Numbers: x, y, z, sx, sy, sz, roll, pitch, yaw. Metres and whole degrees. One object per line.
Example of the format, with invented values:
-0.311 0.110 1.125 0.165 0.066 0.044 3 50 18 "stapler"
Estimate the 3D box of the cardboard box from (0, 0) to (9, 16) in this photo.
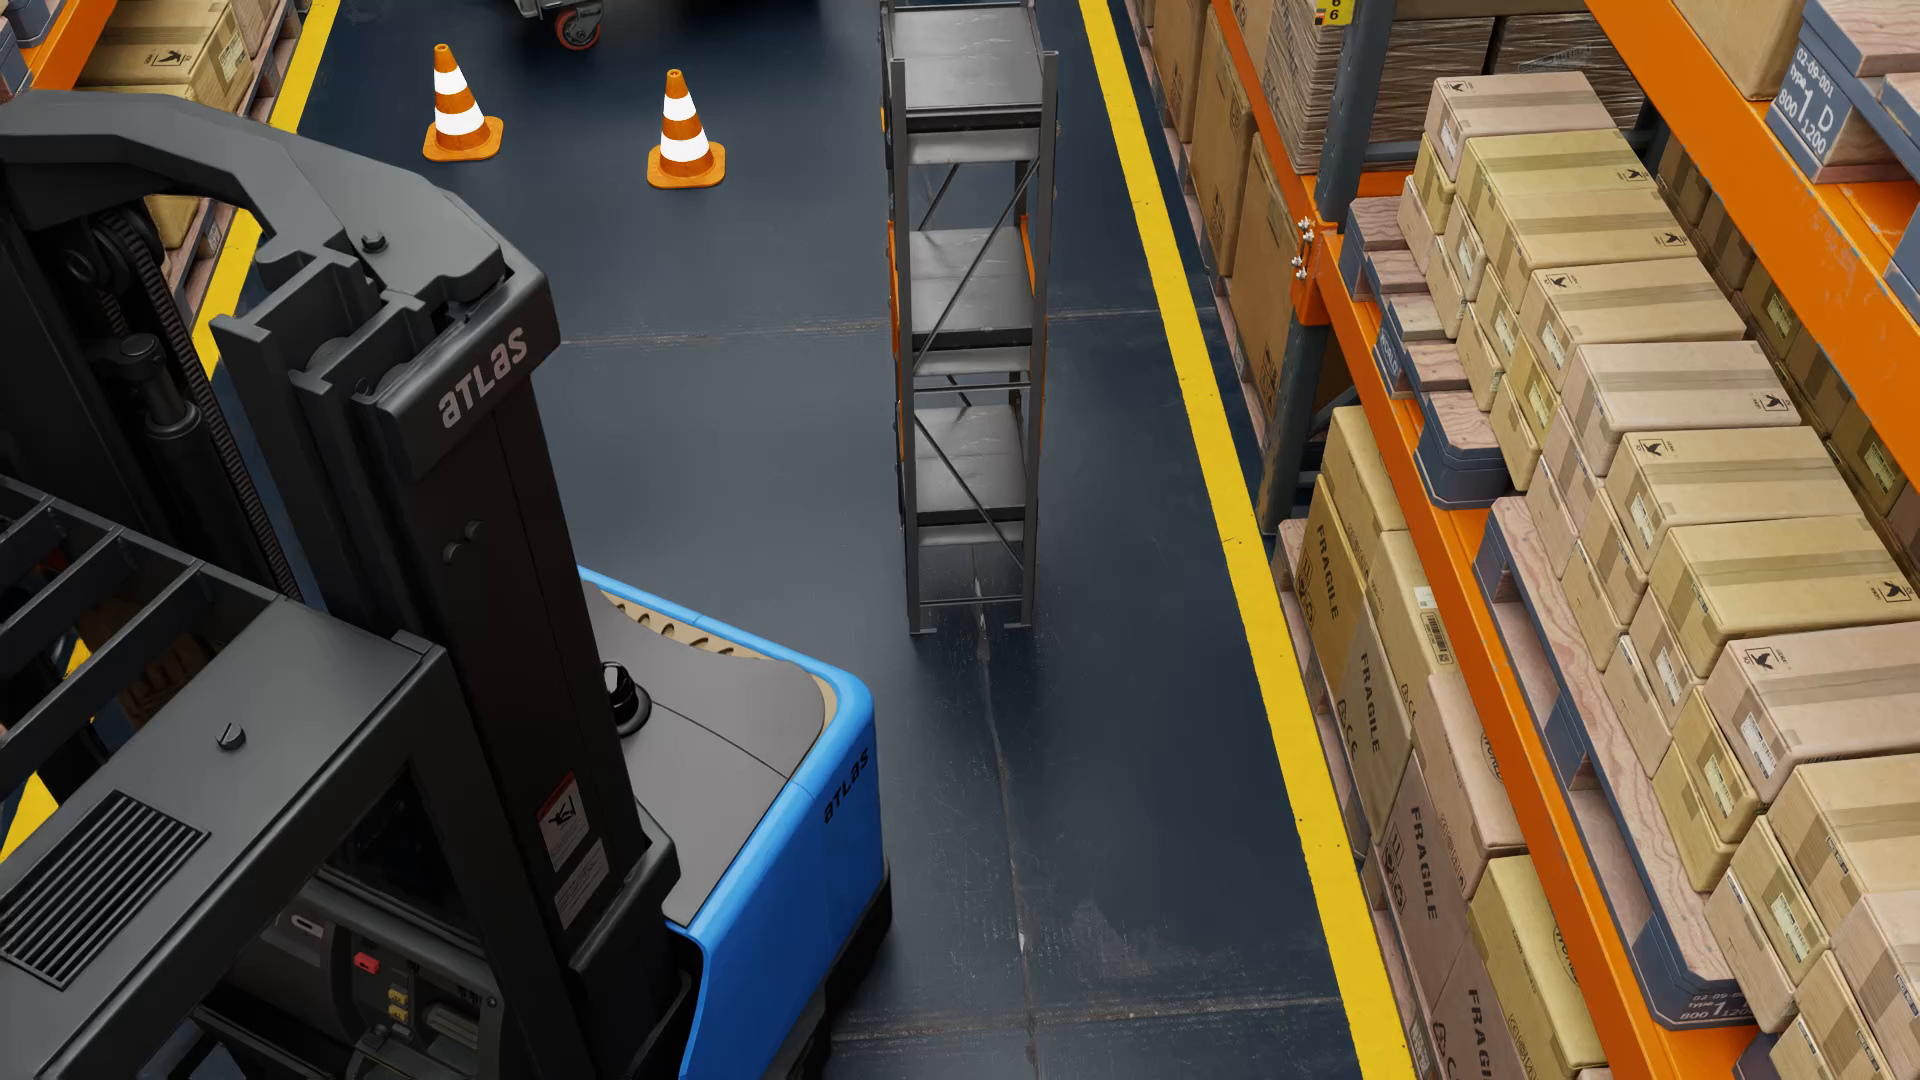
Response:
-3.197 -1.653 5.133 0.380 0.149 0.250 -3 47 -3 "cardboard box"

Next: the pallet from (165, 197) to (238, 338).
-3.548 -1.228 6.768 1.003 0.211 1.213 -3 47 -3 "pallet"

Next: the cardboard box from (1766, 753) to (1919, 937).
1.563 0.489 2.695 0.380 0.149 0.250 -5 47 -5 "cardboard box"

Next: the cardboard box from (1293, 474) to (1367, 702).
1.344 0.128 4.996 0.500 0.500 0.500 -5 47 -5 "cardboard box"

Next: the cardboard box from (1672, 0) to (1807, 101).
1.418 -1.029 2.523 0.500 0.500 0.500 -3 47 -3 "cardboard box"

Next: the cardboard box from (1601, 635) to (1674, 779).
1.509 0.311 3.274 0.380 0.149 0.250 -5 47 -5 "cardboard box"

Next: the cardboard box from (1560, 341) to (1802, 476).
1.472 -0.272 3.416 0.380 0.149 0.250 -2 47 -1 "cardboard box"

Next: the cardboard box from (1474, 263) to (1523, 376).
1.430 -0.524 3.859 0.380 0.149 0.250 -5 47 -5 "cardboard box"

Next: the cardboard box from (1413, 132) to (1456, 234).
1.379 -0.913 4.228 0.380 0.149 0.250 -2 47 -2 "cardboard box"

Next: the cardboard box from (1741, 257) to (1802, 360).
2.083 -0.562 3.895 0.380 0.149 0.250 -2 47 -2 "cardboard box"

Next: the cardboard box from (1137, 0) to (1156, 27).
1.346 -2.936 7.725 1.050 0.750 0.750 -4 47 -3 "cardboard box"

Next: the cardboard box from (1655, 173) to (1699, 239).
2.038 -0.844 4.367 0.380 0.149 0.250 -3 47 -3 "cardboard box"

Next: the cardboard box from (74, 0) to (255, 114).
-3.610 -1.976 7.077 0.950 0.372 0.625 -1 47 -1 "cardboard box"

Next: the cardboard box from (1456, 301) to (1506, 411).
1.421 -0.448 3.992 0.380 0.149 0.250 -1 47 -1 "cardboard box"

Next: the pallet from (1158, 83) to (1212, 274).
1.449 -1.612 7.131 1.003 0.211 1.213 -3 47 -3 "pallet"

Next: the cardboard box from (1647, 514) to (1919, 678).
1.513 0.100 3.063 0.380 0.149 0.250 -4 47 -4 "cardboard box"

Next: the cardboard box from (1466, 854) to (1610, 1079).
1.471 0.959 3.692 0.500 0.250 0.500 -5 47 -5 "cardboard box"

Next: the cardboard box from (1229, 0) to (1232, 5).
1.152 -2.181 5.681 0.500 0.500 0.500 -4 47 -4 "cardboard box"

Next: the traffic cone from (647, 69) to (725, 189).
-1.200 -1.801 7.137 0.336 0.463 0.334 -3 47 -3 "traffic cone"

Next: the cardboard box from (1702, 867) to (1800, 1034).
1.552 0.695 2.909 0.380 0.149 0.250 -5 47 -5 "cardboard box"

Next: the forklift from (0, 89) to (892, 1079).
-1.296 0.873 2.904 1.130 2.935 3.031 20 50 18 "forklift"

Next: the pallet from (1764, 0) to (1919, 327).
1.838 -0.391 2.118 1.213 0.211 1.003 -3 47 -3 "pallet"

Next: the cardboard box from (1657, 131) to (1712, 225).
2.034 -0.945 4.258 0.380 0.149 0.250 -3 47 -2 "cardboard box"

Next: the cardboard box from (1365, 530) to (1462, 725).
1.398 0.223 4.389 0.500 0.250 0.500 -4 47 -4 "cardboard box"

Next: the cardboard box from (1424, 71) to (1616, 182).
1.385 -1.028 4.132 0.380 0.149 0.250 -3 47 -3 "cardboard box"

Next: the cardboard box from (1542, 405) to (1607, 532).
1.471 -0.161 3.516 0.380 0.149 0.250 -3 47 -3 "cardboard box"

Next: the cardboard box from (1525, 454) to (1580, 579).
1.470 -0.060 3.625 0.380 0.149 0.250 -2 47 -2 "cardboard box"

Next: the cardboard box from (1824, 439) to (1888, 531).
2.121 -0.103 3.665 0.380 0.149 0.250 -5 47 -5 "cardboard box"

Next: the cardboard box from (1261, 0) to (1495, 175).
1.234 -1.459 4.997 0.500 0.500 0.500 -3 47 -3 "cardboard box"

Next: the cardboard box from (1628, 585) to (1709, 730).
1.515 0.213 3.161 0.380 0.149 0.250 -2 47 -2 "cardboard box"

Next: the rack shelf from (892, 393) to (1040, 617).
0.014 -0.112 5.392 0.431 0.518 0.480 -3 47 -3 "rack shelf"

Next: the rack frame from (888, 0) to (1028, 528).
-0.007 -0.779 5.041 0.400 2.100 0.015 -3 47 -3 "rack frame"

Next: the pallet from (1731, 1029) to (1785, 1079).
1.955 1.283 2.601 1.003 0.211 1.213 -3 47 -3 "pallet"

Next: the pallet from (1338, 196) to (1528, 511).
1.705 -0.540 4.327 1.213 0.211 1.003 -3 47 -3 "pallet"

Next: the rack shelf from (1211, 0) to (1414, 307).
1.372 -2.314 6.372 1.077 0.370 4.000 -3 47 -3 "rack shelf"

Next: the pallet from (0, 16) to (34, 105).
-3.551 -1.184 4.938 1.213 0.211 1.003 -3 47 -3 "pallet"

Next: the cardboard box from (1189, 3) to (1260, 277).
1.501 -1.564 6.426 1.050 0.750 0.750 -3 47 -3 "cardboard box"

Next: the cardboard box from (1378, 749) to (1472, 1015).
1.437 0.862 4.300 0.500 0.500 0.500 -5 47 -4 "cardboard box"

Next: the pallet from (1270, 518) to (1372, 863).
1.603 0.409 5.217 1.003 0.211 1.213 -3 47 -3 "pallet"

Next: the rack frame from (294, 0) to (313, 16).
-3.720 -3.635 7.127 1.000 3.000 0.127 -3 47 -3 "rack frame"

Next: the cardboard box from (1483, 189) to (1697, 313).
1.426 -0.659 3.783 0.380 0.149 0.250 -4 47 -4 "cardboard box"

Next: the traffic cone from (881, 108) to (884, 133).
-0.188 -2.074 7.396 0.336 0.463 0.334 -3 47 -3 "traffic cone"

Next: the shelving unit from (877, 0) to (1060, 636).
0.014 -0.602 4.874 0.431 2.100 0.503 -3 47 -3 "shelving unit"

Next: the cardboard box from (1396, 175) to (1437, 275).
1.375 -0.837 4.360 0.380 0.149 0.250 -4 47 -4 "cardboard box"

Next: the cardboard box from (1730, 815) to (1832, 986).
1.555 0.587 2.807 0.380 0.149 0.250 -6 47 -5 "cardboard box"

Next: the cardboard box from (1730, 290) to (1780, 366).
2.079 -0.478 4.021 0.380 0.149 0.250 -3 47 -3 "cardboard box"

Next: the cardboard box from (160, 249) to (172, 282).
-3.492 -0.924 6.080 0.950 0.372 0.625 -4 47 -4 "cardboard box"

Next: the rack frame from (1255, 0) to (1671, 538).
1.539 -1.115 4.740 1.000 3.000 0.127 -3 47 -3 "rack frame"

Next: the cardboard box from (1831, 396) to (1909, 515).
2.122 -0.201 3.553 0.380 0.149 0.250 -4 47 -4 "cardboard box"
